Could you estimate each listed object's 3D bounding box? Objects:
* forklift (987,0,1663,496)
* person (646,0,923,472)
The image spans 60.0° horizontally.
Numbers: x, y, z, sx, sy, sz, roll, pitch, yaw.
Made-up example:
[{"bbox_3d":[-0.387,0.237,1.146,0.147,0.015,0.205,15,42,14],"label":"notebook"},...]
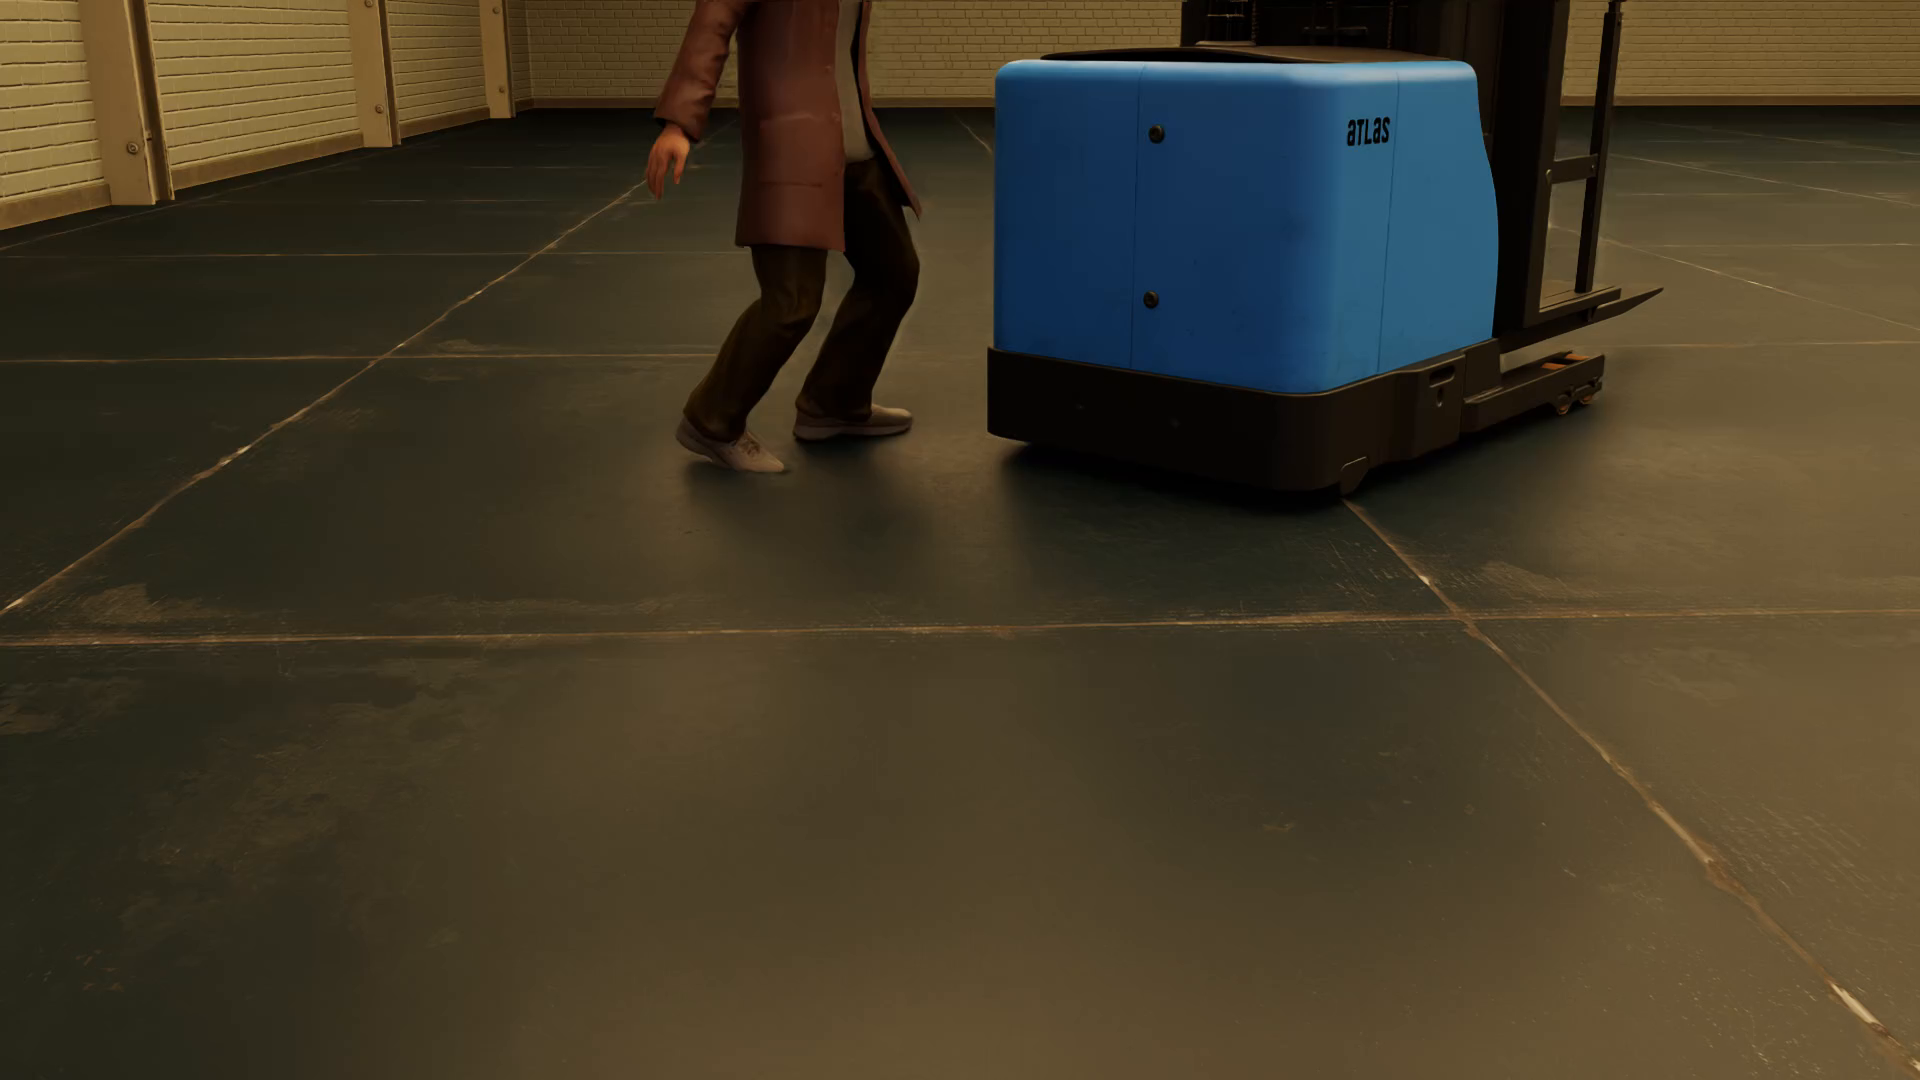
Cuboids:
[{"bbox_3d":[1.418,-1.874,5.033,1.130,2.935,3.031,14,22,38],"label":"forklift"},{"bbox_3d":[-0.473,-1.027,4.446,0.584,1.739,0.935,10,20,29],"label":"person"}]
